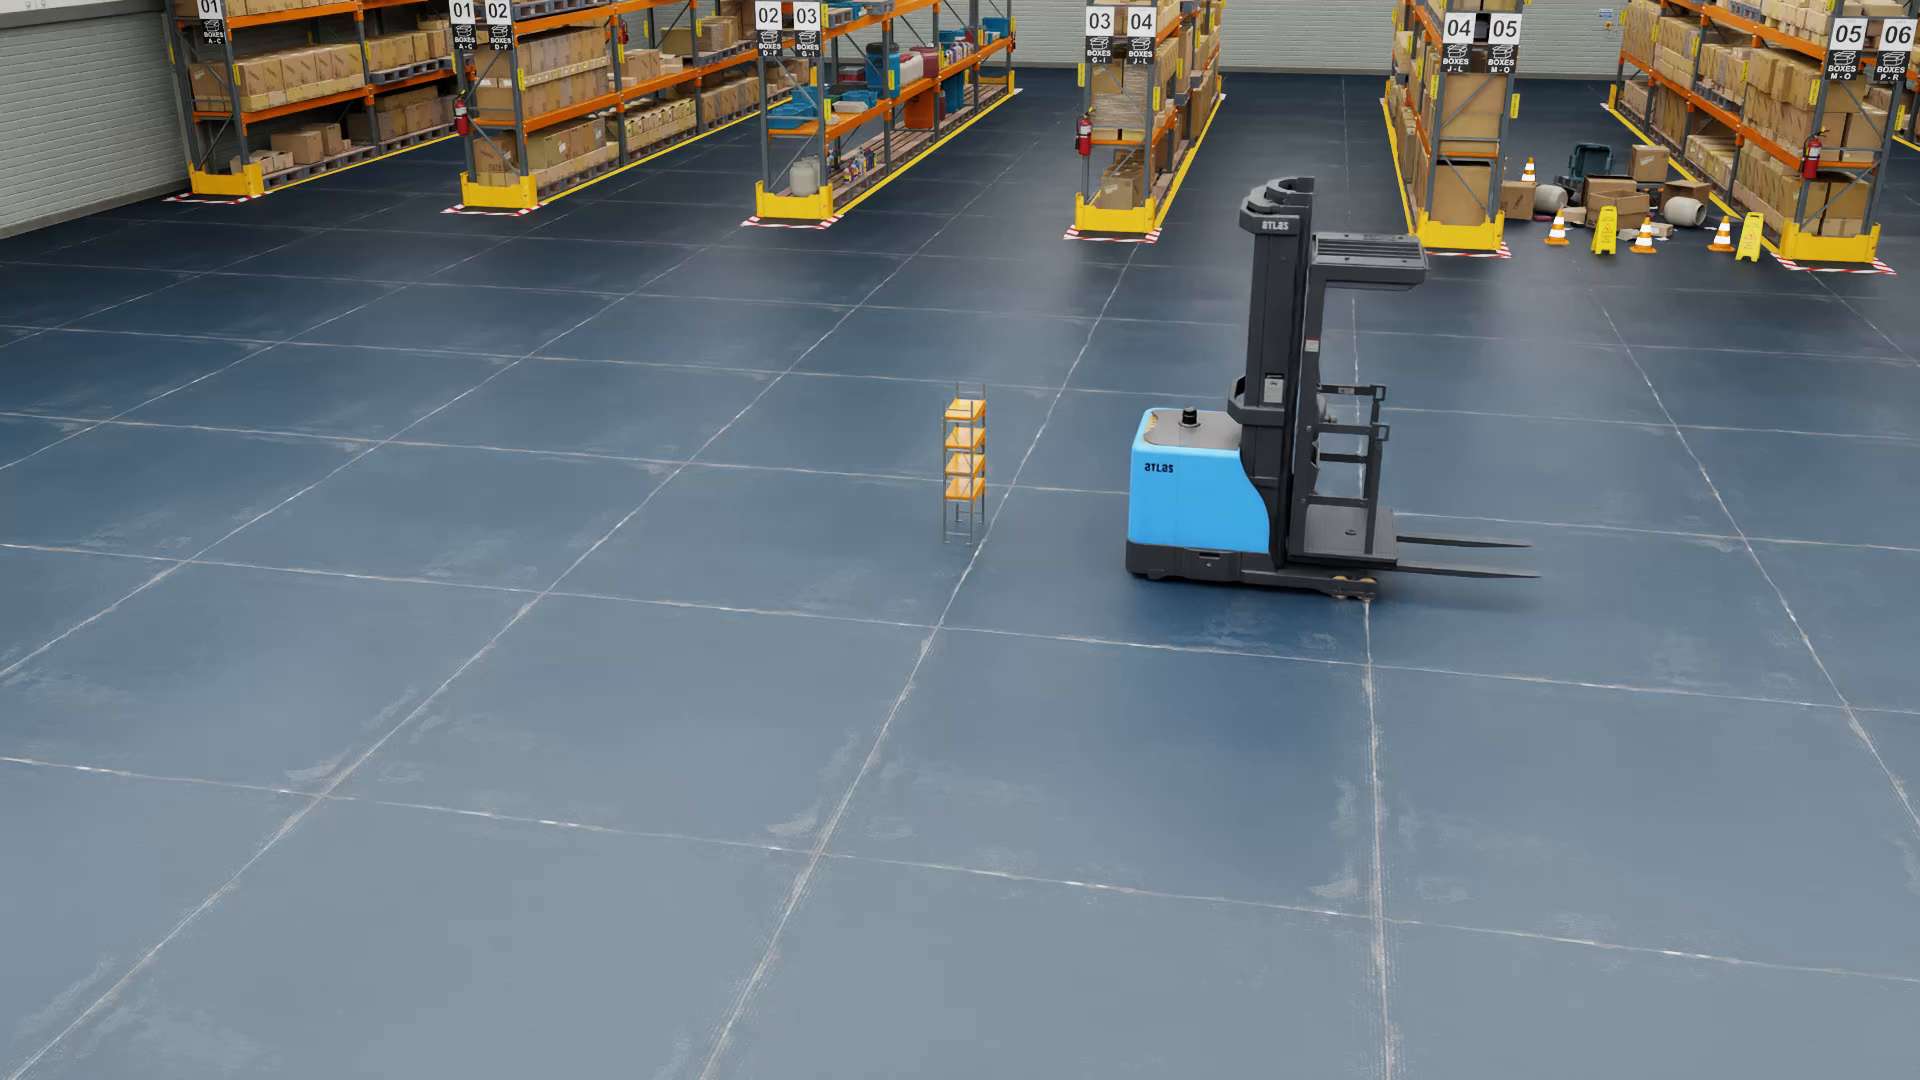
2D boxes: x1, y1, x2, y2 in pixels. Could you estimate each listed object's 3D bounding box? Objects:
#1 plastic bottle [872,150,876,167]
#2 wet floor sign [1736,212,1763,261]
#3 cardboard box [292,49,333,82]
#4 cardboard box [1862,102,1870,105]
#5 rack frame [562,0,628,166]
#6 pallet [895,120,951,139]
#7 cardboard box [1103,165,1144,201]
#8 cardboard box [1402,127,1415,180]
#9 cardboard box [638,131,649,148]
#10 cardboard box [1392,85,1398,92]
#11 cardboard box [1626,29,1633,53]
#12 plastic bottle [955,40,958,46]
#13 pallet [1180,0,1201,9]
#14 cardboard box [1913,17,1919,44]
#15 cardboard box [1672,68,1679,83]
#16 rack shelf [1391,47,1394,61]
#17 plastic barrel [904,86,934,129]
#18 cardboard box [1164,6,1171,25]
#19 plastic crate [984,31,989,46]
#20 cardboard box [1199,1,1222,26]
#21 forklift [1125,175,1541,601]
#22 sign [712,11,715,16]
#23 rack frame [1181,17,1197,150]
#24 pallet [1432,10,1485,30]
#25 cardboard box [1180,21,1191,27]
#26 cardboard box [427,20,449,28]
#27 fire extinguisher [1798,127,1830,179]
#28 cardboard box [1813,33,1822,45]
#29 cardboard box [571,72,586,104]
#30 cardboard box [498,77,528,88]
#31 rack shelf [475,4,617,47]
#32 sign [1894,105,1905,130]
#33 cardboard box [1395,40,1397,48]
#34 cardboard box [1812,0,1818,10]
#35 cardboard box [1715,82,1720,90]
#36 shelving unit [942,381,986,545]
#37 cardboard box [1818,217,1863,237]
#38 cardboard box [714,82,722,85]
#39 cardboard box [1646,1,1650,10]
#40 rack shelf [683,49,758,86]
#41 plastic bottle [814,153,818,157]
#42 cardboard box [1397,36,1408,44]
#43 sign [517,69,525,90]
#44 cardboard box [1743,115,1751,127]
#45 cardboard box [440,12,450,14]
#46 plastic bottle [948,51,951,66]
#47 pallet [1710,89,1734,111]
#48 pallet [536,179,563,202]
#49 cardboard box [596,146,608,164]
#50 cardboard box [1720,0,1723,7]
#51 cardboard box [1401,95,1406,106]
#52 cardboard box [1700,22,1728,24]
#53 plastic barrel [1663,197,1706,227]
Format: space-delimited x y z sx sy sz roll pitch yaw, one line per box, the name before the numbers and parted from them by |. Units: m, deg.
plastic bottle | -1.499 -6.619 28.850 0.061 0.283 0.133 6 23 14
wet floor sign | 10.924 -4.200 22.948 0.267 0.644 0.232 13 25 29
cardboard box | -11.426 -8.356 29.286 0.500 0.500 0.500 4 22 9
cardboard box | 12.583 -5.992 23.715 0.500 0.500 0.500 4 22 10
rack frame | -6.572 -8.255 29.865 1.000 3.000 0.127 4 22 11
pallet | -0.788 -8.336 33.801 1.003 0.211 1.213 4 22 11
cardboard box | 2.541 -5.519 25.856 0.500 0.500 0.500 11 24 25
cardboard box | 7.998 -6.468 27.878 1.050 0.750 0.750 4 22 11
cardboard box | -6.142 -7.489 31.083 0.500 0.250 0.500 5 22 12
cardboard box | 9.604 -9.790 36.134 0.380 0.149 0.250 4 22 9
cardboard box | 14.820 -10.837 36.143 0.500 0.500 0.500 4 22 10
plastic bottle | -0.100 -10.428 35.328 0.144 0.351 0.185 4 22 11
pallet | 3.563 -9.399 28.944 1.213 0.211 1.003 4 22 11
cardboard box | 19.473 -10.476 34.180 0.500 0.500 0.500 5 22 12
cardboard box | 13.699 -8.712 31.200 0.500 0.250 0.500 4 22 10
rack shelf | 10.000 -10.406 36.171 1.077 0.370 4.000 4 22 11
plastic barrel | -0.825 -8.707 33.330 0.600 0.830 0.708 4 22 11
cardboard box | 2.965 -8.074 25.602 0.500 0.250 0.500 5 22 13
plastic crate | 0.400 -11.319 37.551 0.437 0.282 0.530 4 22 11
cardboard box | 5.731 -12.105 38.223 0.500 0.500 0.500 5 22 12
forklift | 2.829 -1.127 12.258 3.031 2.935 1.130 5 22 11
sign | -5.473 -11.620 37.063 0.100 0.325 0.005 4 22 11
rack frame | 3.941 -8.961 31.618 1.000 3.000 0.127 4 22 11
pallet | 7.531 -7.690 24.566 1.003 0.211 1.213 4 22 11
cardboard box | 4.106 -9.739 32.073 0.797 0.503 0.637 5 23 13
cardboard box | -10.648 -10.517 33.890 0.380 0.149 0.250 2 22 4
fire extinguisher | 11.535 -5.237 22.476 0.296 0.674 0.183 4 22 11
cardboard box | 11.828 -6.800 22.574 0.380 0.149 0.250 5 22 11
cardboard box | -6.864 -7.762 28.507 0.700 0.500 0.500 5 22 12
cardboard box | -7.098 -7.266 26.408 0.380 0.149 0.250 4 22 11
rack shelf | -6.981 -8.581 27.622 1.077 0.370 4.000 4 22 11
sign | 12.541 -5.640 22.214 0.100 0.325 0.005 4 22 11
cardboard box | 9.010 -10.021 33.627 0.380 0.149 0.250 4 22 10
cardboard box | 12.073 -7.434 23.082 0.380 0.149 0.250 4 22 11
cardboard box | 13.153 -7.788 28.482 0.380 0.149 0.250 6 23 14
shelving unit | 0.034 -0.617 13.310 0.258 1.200 0.503 4 22 11
cardboard box | 12.445 -4.473 23.593 0.500 0.250 0.500 4 22 10
cardboard box | -5.485 -9.688 36.182 0.500 0.500 0.500 5 22 12
cardboard box | 14.568 -11.170 34.763 0.380 0.149 0.250 4 22 11
rack shelf | -5.348 -10.115 35.447 1.077 0.370 4.000 4 22 11
plastic bottle | -2.420 -6.363 28.124 0.144 0.351 0.185 4 22 10
cardboard box | 8.851 -9.873 32.861 0.380 0.149 0.250 4 22 10
sign | -6.847 -7.185 25.945 0.100 0.325 0.005 4 22 11
cardboard box | 12.448 -6.535 25.932 0.380 0.149 0.250 4 22 11
cardboard box | -10.659 -11.010 35.144 0.500 0.250 0.500 4 22 9
plastic bottle | -0.223 -9.837 33.950 0.061 0.283 0.133 4 22 11
pallet | 13.278 -7.389 27.973 1.003 0.211 1.213 4 22 11
pallet | -7.274 -5.781 27.456 1.003 0.211 1.213 4 22 11
cardboard box | -6.565 -6.806 29.385 0.500 0.250 0.500 4 22 11
cardboard box | 13.360 -9.339 28.722 0.396 0.266 0.258 4 22 11
cardboard box | 8.751 -8.385 31.968 0.500 0.250 0.500 5 22 12
cardboard box | 14.392 -9.622 31.788 0.500 0.500 0.500 5 23 13
plastic barrel | 10.949 -4.955 25.122 0.421 0.421 0.512 -16 27 -35
